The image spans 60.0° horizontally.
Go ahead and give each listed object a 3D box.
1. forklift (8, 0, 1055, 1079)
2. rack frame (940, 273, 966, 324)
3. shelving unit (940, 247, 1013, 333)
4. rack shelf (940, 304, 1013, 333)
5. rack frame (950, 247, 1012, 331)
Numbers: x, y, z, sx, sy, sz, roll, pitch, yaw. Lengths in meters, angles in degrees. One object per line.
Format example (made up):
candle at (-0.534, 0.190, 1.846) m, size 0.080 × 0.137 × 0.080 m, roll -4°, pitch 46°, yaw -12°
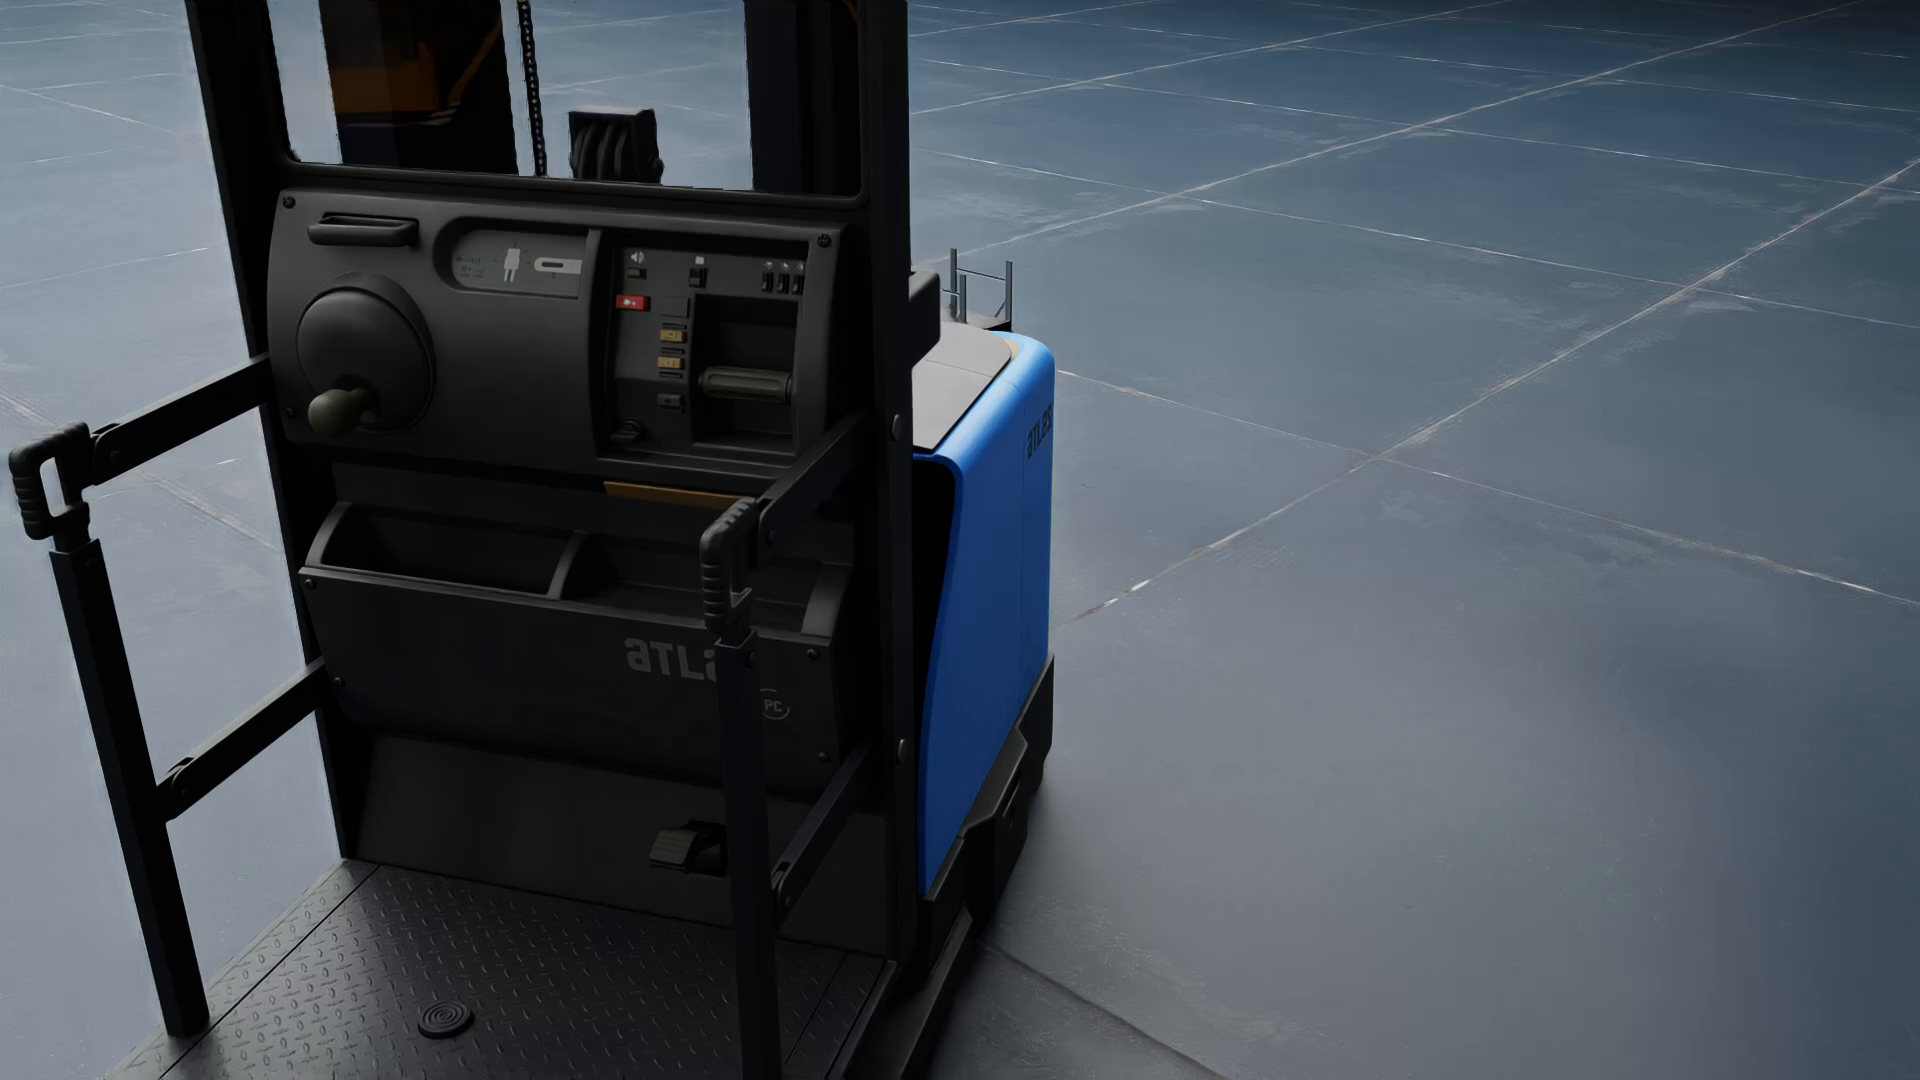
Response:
forklift at (-0.679, -0.284, 2.300) m, size 1.130 × 2.935 × 3.031 m, roll 7°, pitch 25°, yaw 15°
rack frame at (-0.073, -0.377, 4.991) m, size 0.240 × 0.900 × 0.006 m, roll 20°, pitch 31°, yaw 38°
shelving unit at (-0.005, -0.408, 5.060) m, size 0.258 × 0.900 × 0.210 m, roll 20°, pitch 31°, yaw 38°
rack shelf at (-0.005, -0.624, 4.964) m, size 0.258 × 0.077 × 0.200 m, roll 20°, pitch 31°, yaw 38°
rack frame at (0.062, -0.439, 5.129) m, size 0.240 × 0.900 × 0.006 m, roll 20°, pitch 31°, yaw 38°
